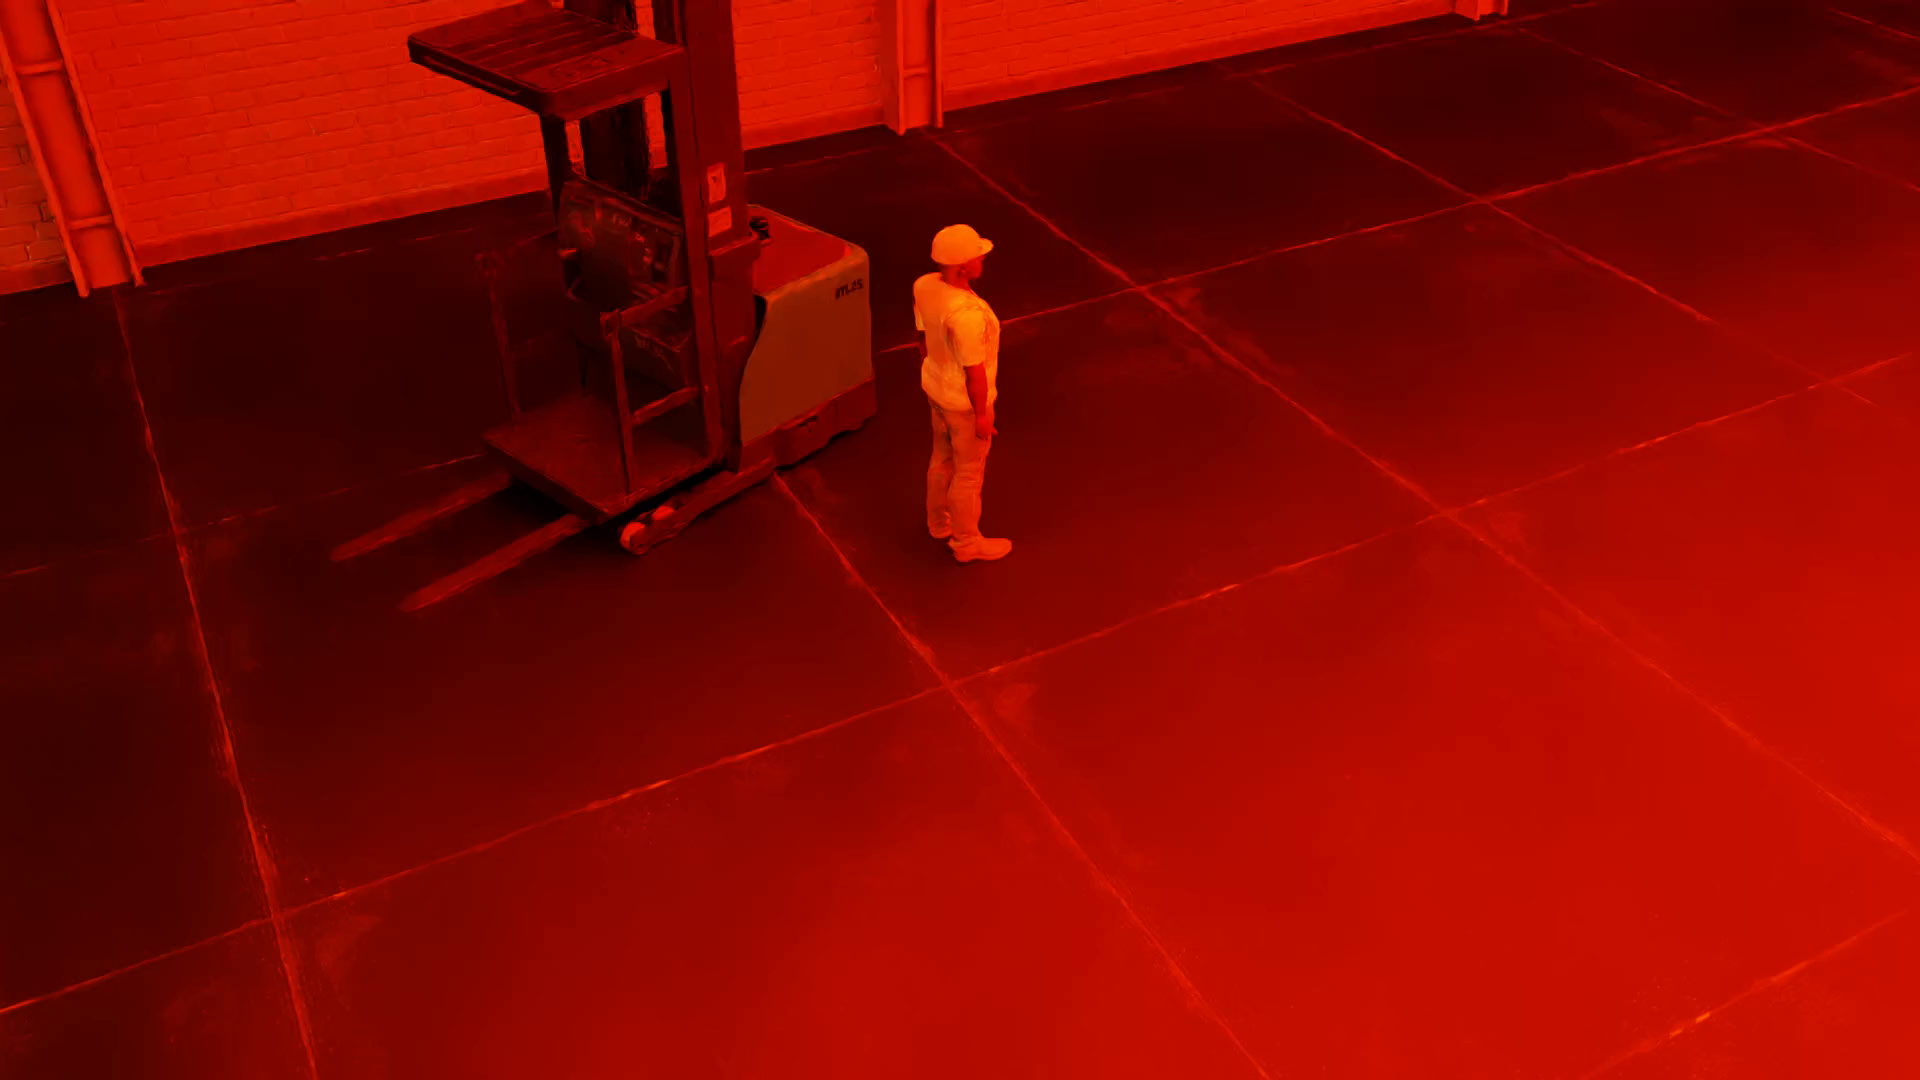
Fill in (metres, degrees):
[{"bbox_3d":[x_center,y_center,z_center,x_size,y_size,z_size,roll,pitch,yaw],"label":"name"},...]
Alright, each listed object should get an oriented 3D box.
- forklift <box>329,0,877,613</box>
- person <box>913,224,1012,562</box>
[{"bbox_3d":[-1.841,-1.454,8.180,1.130,2.935,3.031,27,44,33],"label":"forklift"},{"bbox_3d":[0.011,-0.726,8.158,0.367,1.771,0.559,-17,39,-23],"label":"person"}]
